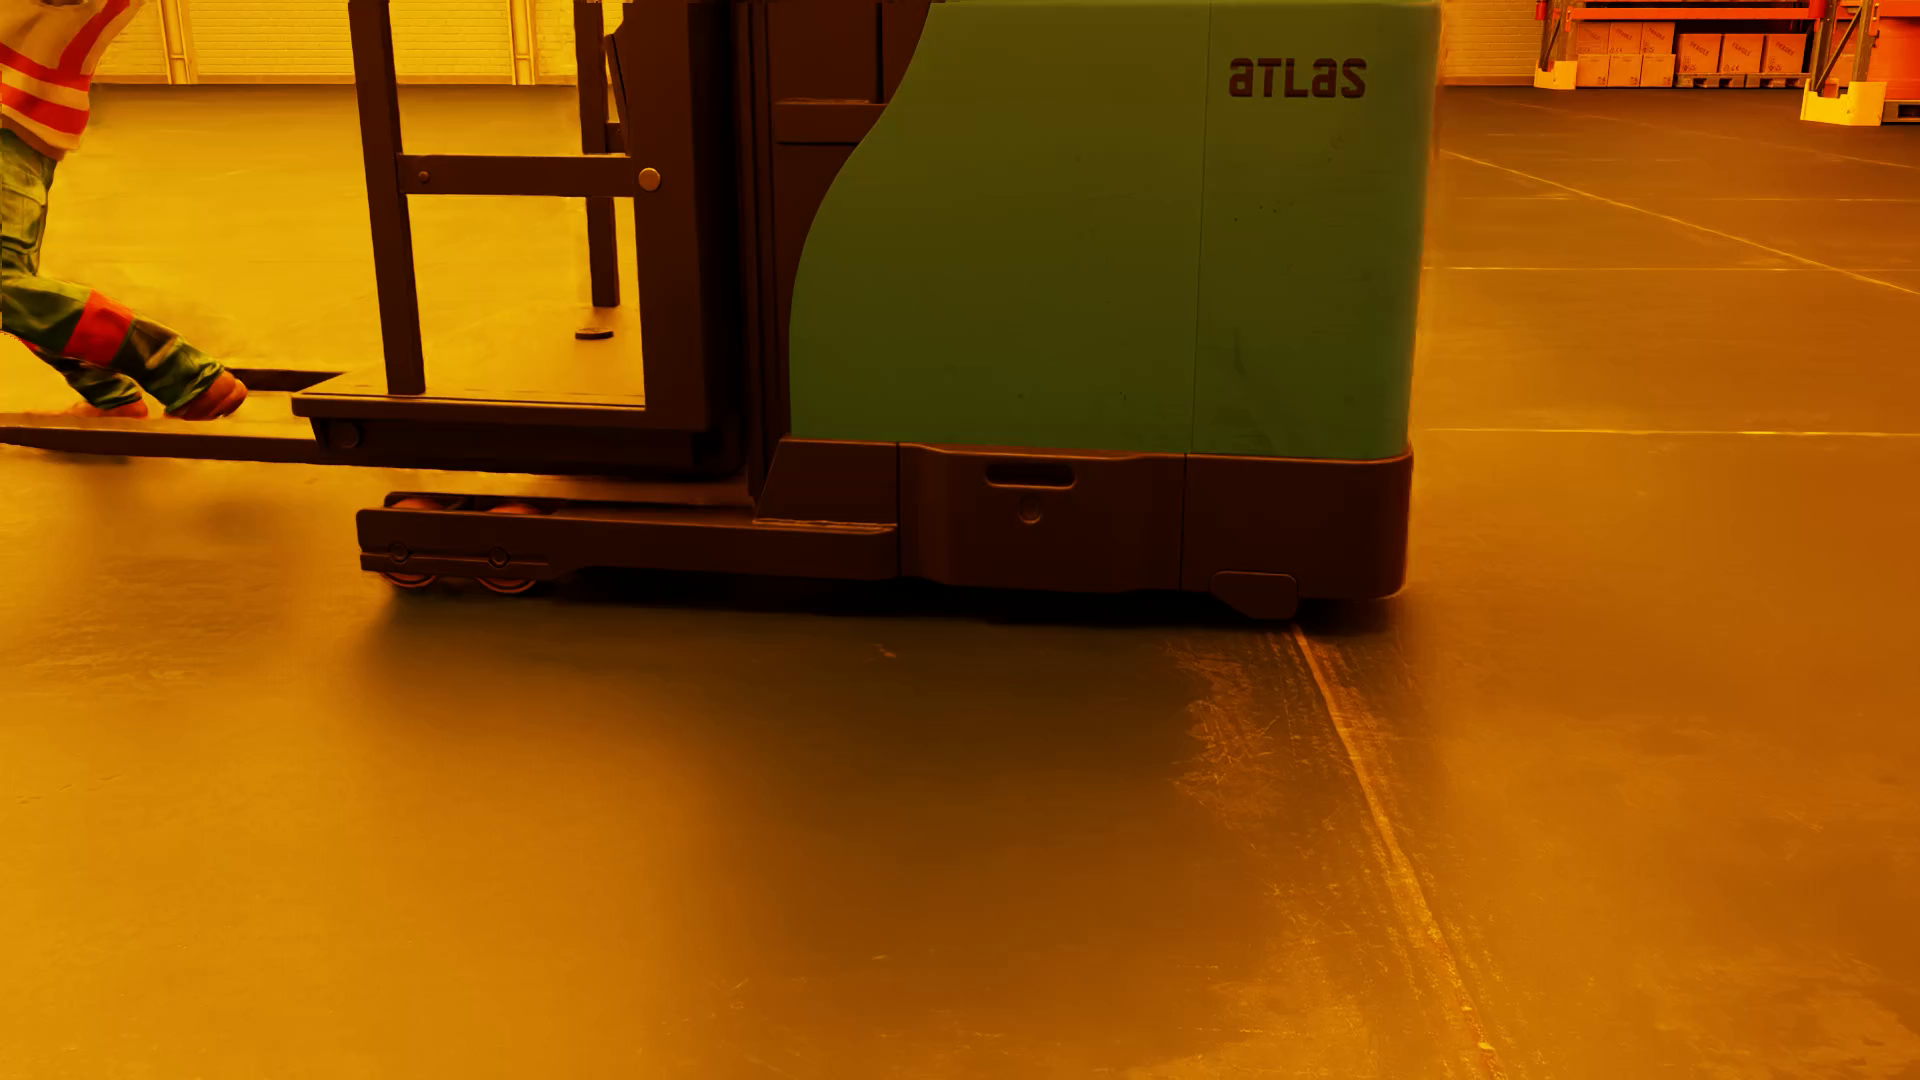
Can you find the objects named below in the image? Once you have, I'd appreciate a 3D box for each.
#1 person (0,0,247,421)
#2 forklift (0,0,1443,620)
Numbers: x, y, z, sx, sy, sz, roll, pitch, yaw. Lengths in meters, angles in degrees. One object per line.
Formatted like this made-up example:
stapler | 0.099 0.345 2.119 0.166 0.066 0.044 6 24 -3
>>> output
person | -2.124 -1.007 3.876 0.725 1.568 1.105 -9 19 -27
forklift | -0.657 -1.452 3.105 3.031 2.935 1.130 3 17 9
